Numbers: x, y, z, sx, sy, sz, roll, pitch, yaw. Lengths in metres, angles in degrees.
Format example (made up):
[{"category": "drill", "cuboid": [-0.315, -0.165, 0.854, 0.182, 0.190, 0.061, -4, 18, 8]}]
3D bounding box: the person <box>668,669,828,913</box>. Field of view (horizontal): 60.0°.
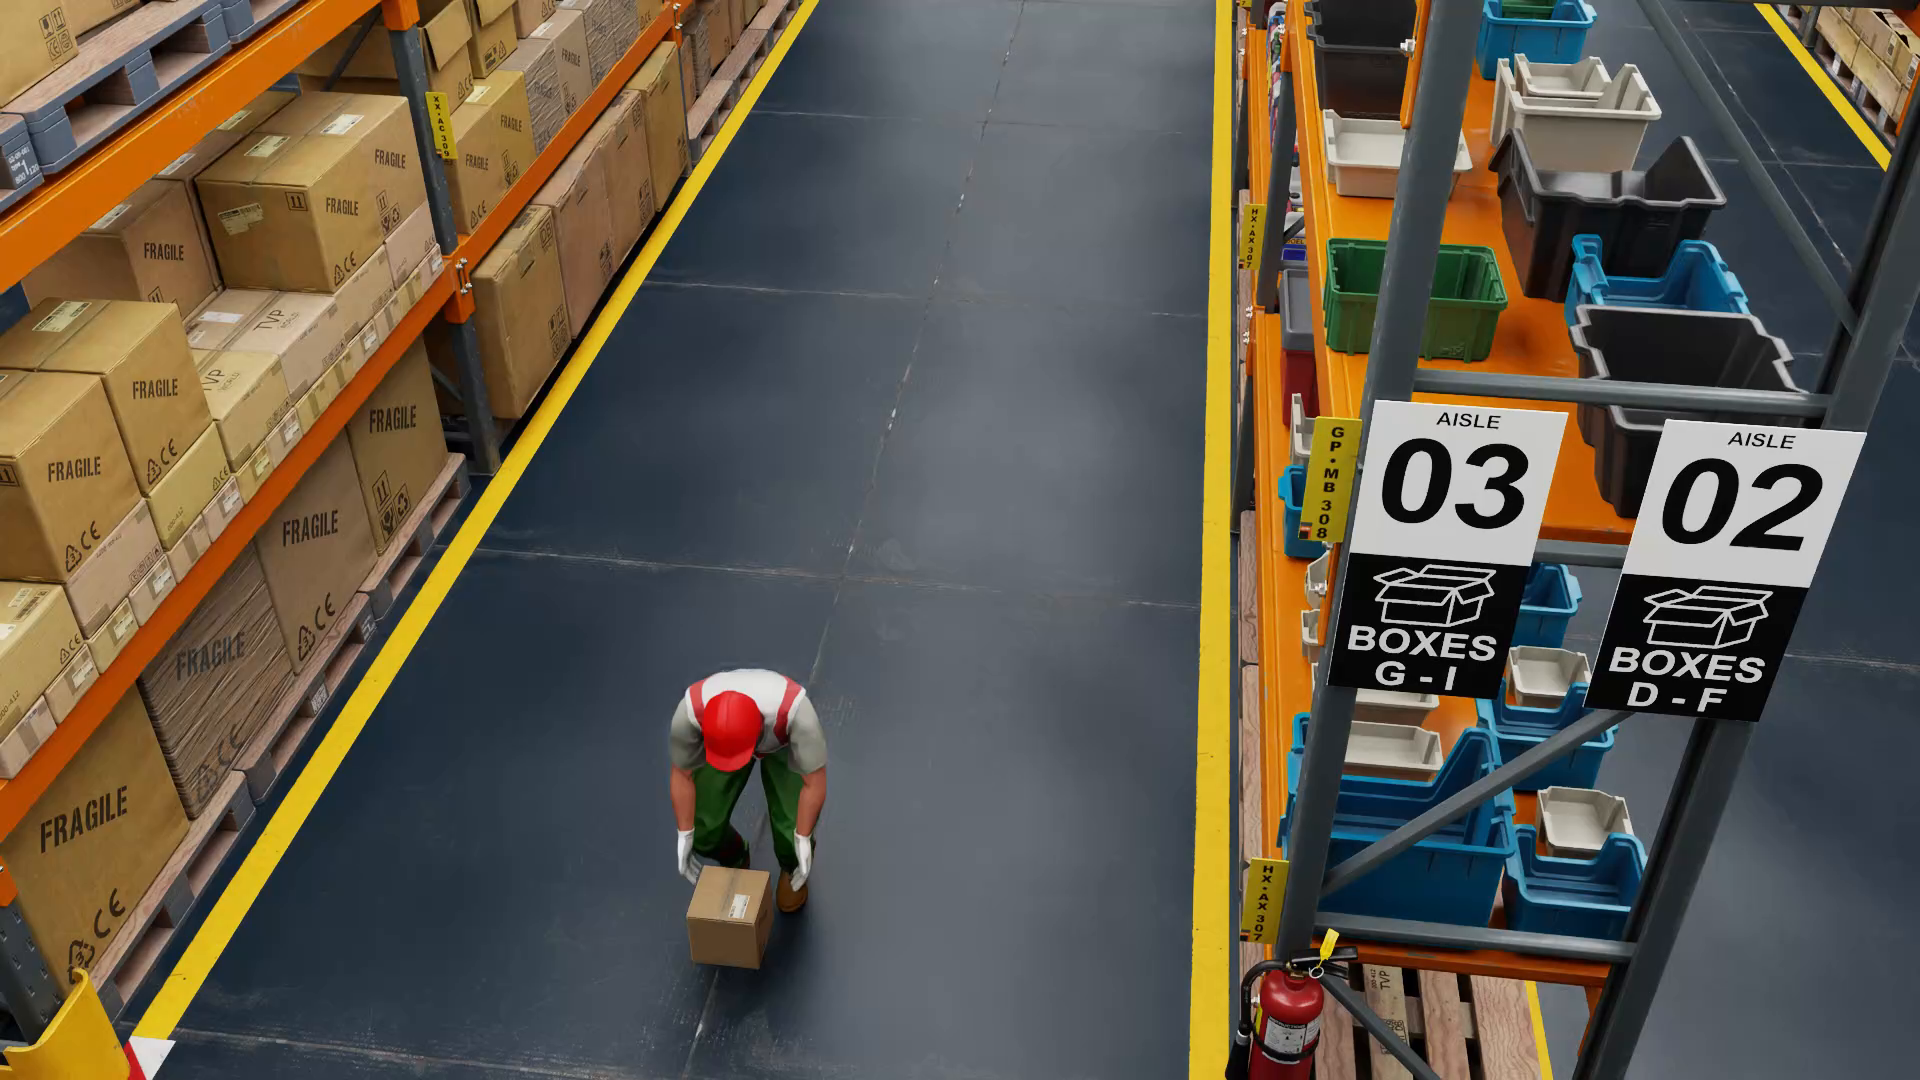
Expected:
[{"category": "person", "cuboid": [-0.754, 0.896, 6.202, 0.586, 1.295, 0.816, 4, 36, 6]}]
